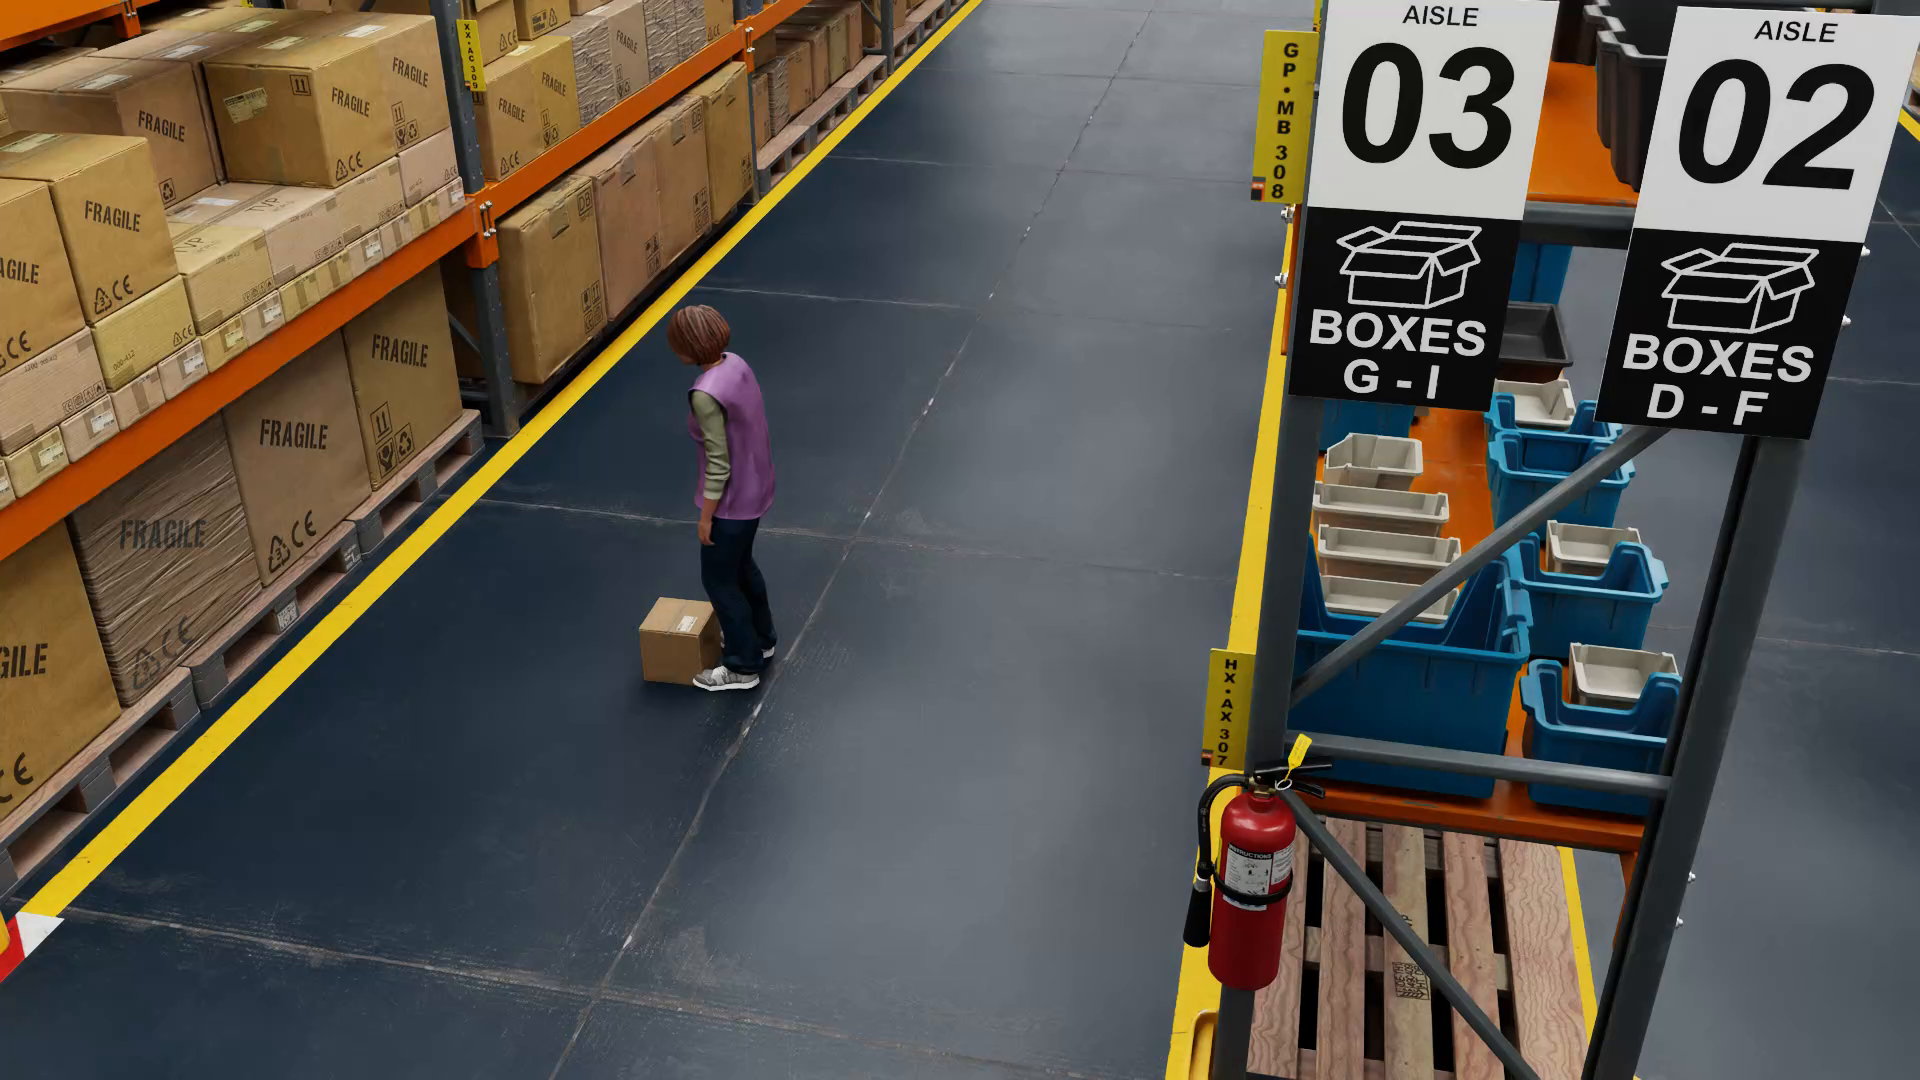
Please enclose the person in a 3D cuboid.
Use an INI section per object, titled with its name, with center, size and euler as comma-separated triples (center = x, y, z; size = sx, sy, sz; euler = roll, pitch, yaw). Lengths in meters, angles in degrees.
[person]
center = -0.891, -0.153, 6.413
size = 0.346, 1.591, 0.459
euler = 6, 30, 10
